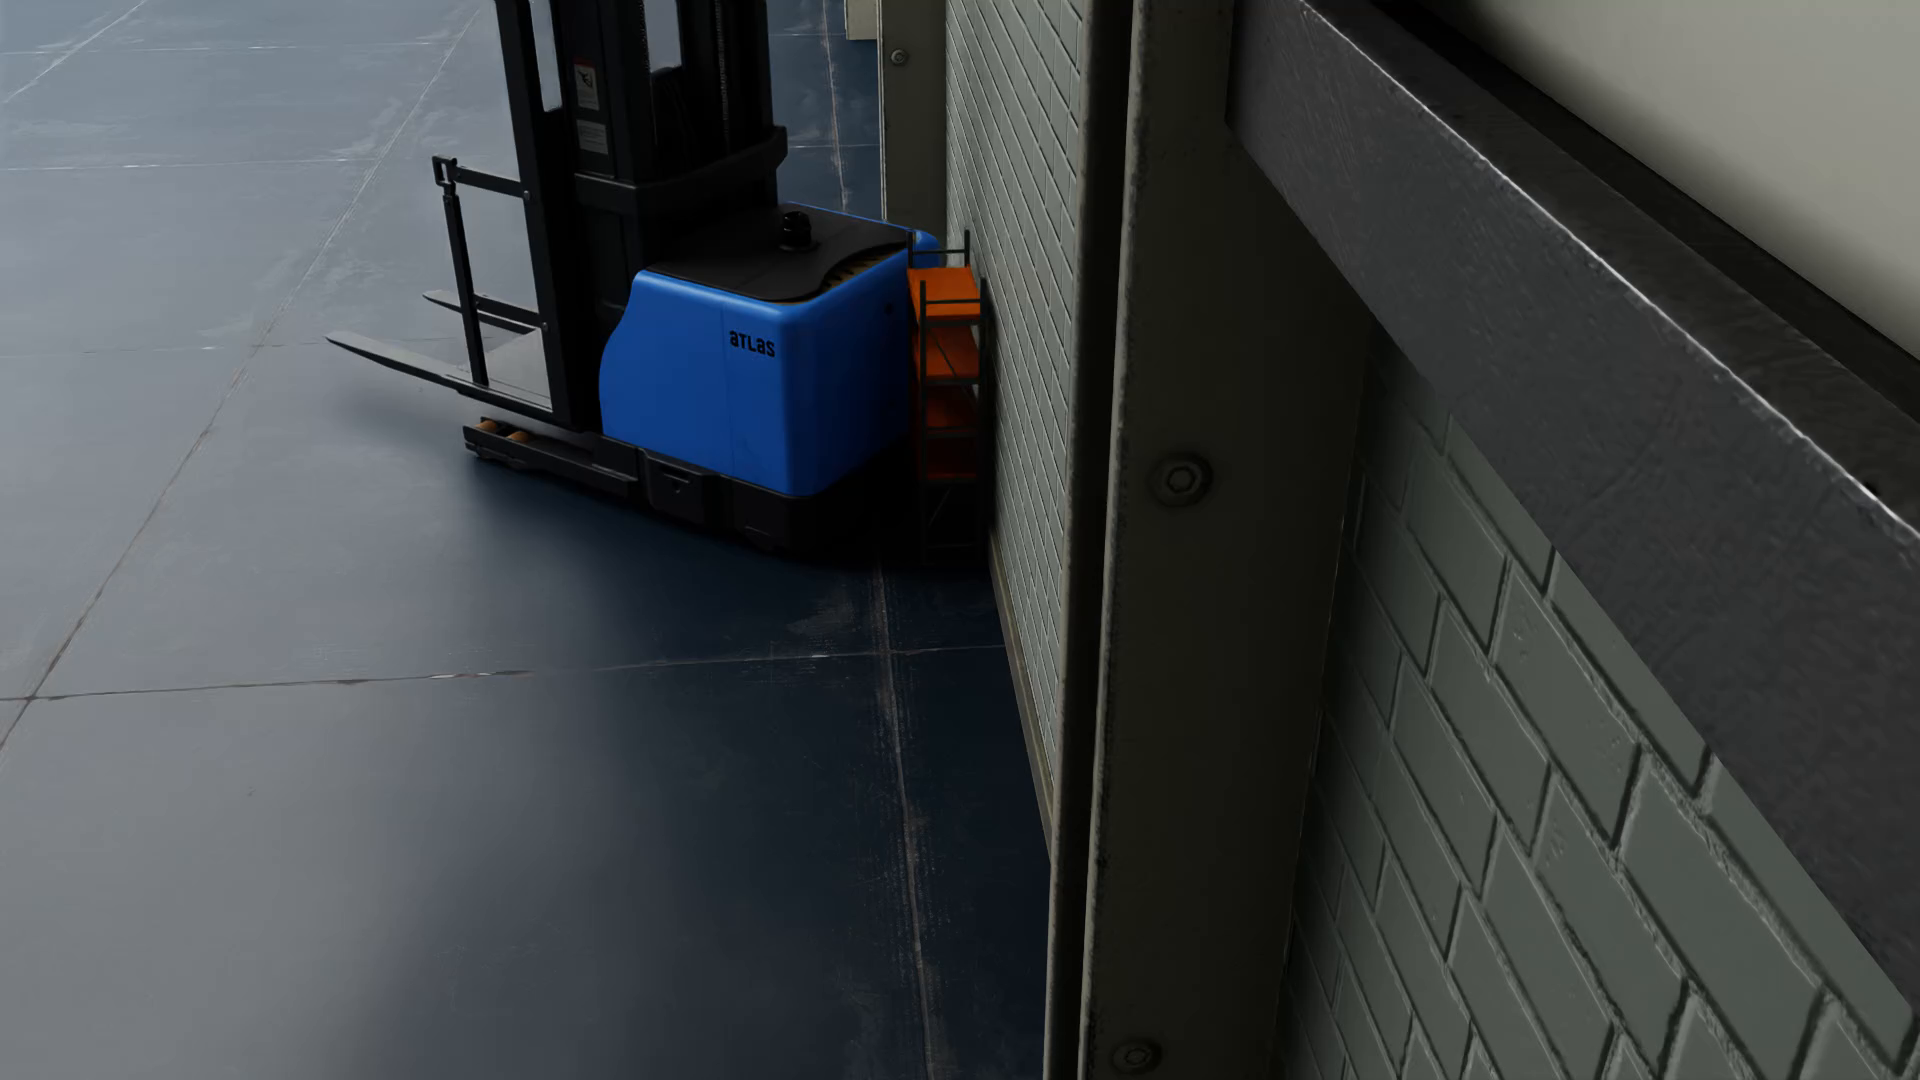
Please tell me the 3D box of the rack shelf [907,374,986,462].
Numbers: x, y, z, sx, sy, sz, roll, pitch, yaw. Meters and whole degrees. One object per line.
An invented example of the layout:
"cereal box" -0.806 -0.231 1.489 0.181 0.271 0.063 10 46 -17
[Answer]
"rack shelf" -0.058 -0.489 6.525 0.258 0.148 0.480 -3 31 -6

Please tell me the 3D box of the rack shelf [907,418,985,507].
"rack shelf" -0.059 -0.319 6.627 0.258 0.148 0.480 -3 31 -6

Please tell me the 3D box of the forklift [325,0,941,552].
"forklift" -1.582 -1.772 6.858 3.031 2.935 1.130 18 35 27

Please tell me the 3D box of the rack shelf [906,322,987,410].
"rack shelf" -0.056 -0.680 6.409 0.258 0.148 0.480 -3 31 -6

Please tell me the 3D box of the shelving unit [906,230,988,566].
"shelving unit" -0.057 -0.546 6.490 0.258 1.200 0.503 -3 31 -6

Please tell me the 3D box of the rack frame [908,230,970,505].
"rack frame" -0.086 -0.672 6.697 0.240 1.200 0.015 -3 31 -6

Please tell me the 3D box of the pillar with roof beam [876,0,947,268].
"pillar with roof beam" -4.515 -4.794 6.001 9.100 9.000 0.400 -3 31 -5

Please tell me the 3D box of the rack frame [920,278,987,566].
"rack frame" -0.029 -0.421 6.283 0.240 1.200 0.015 -3 31 -6

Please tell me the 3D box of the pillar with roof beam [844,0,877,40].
"pillar with roof beam" -5.076 -7.858 11.130 9.100 9.000 0.400 -3 31 -5

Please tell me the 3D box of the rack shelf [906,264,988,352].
"rack shelf" -0.054 -0.883 6.287 0.258 0.148 0.480 -3 31 -6
